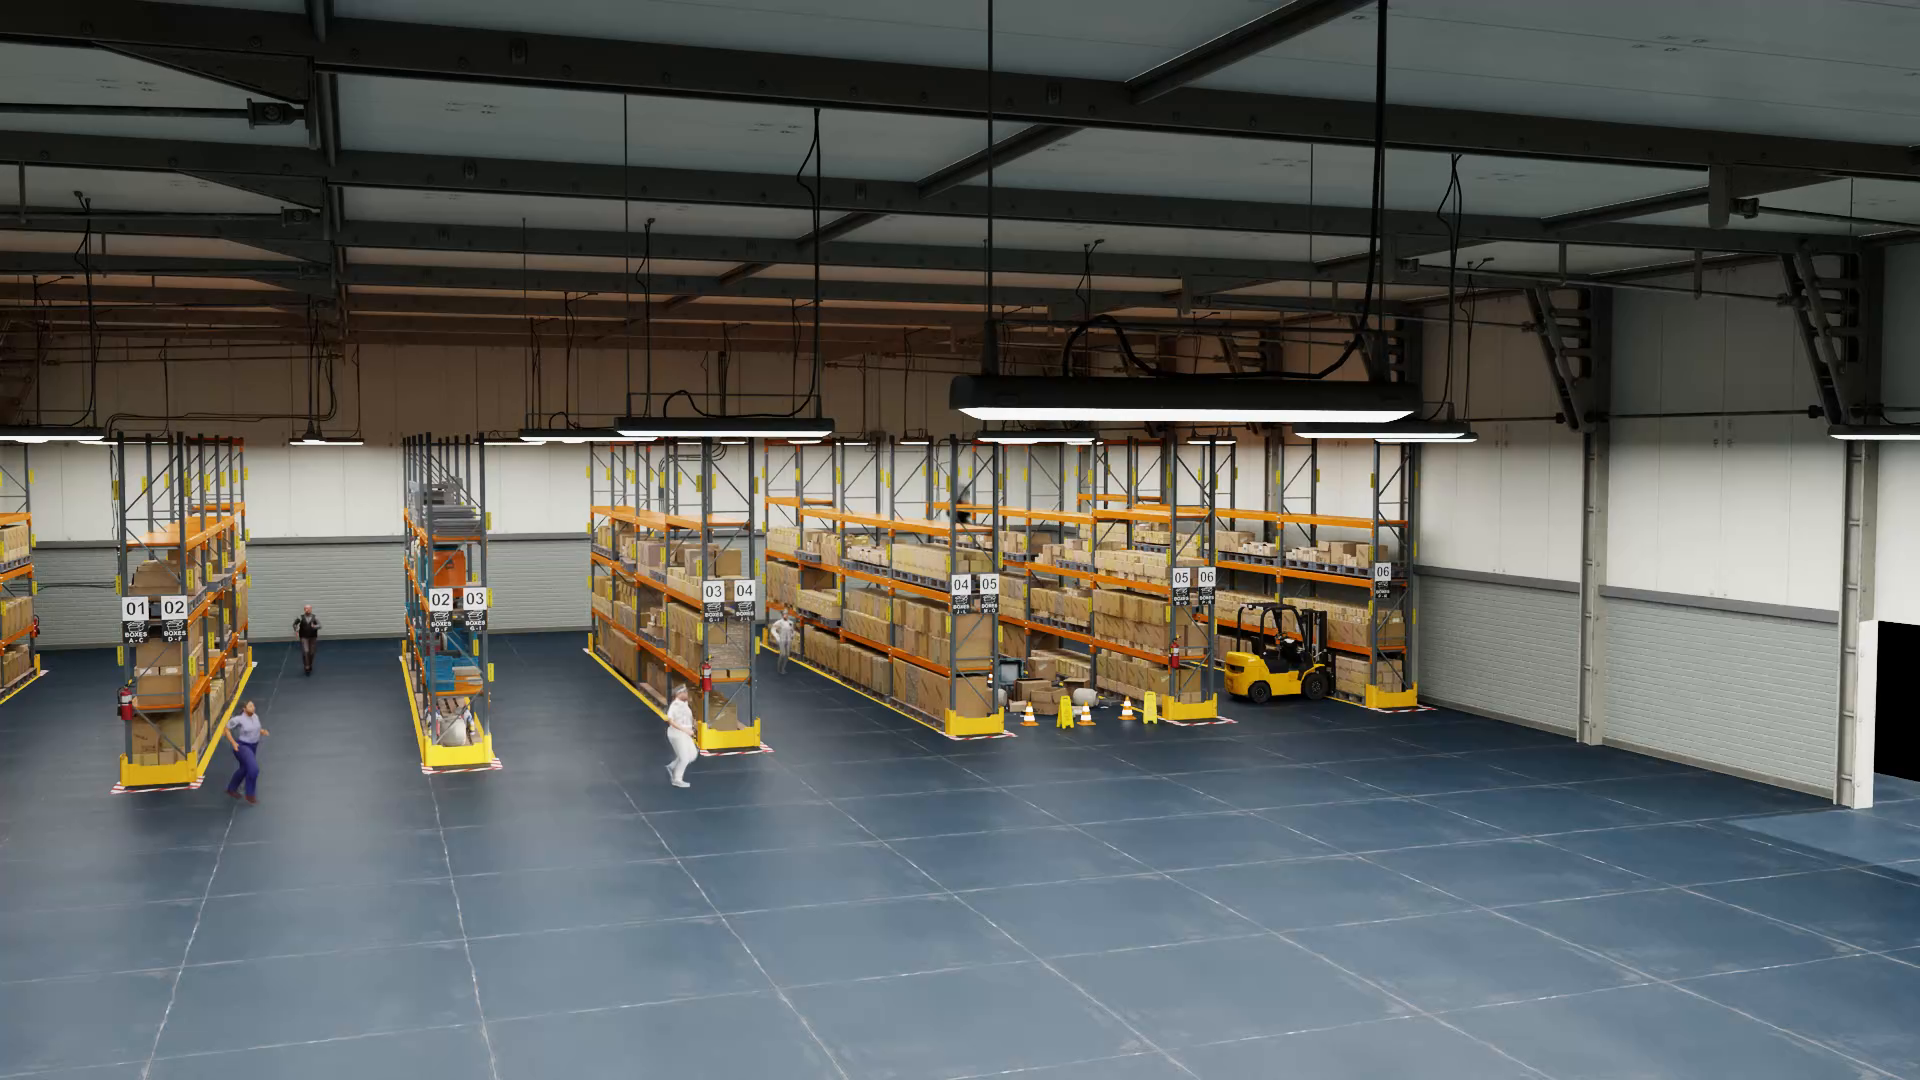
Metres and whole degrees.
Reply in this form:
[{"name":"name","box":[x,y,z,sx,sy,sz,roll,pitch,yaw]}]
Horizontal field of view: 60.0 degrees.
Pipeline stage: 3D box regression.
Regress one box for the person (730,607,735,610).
[{"name":"person","box":[-6.452,2.343,47.001,0.547,1.610,0.895,0,3,-7]}]

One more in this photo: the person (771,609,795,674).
[{"name":"person","box":[-4.426,2.558,41.973,0.589,1.653,0.518,-2,4,-28]}]

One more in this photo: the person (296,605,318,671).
[{"name":"person","box":[-16.532,2.496,42.065,0.523,1.558,0.807,-2,4,-34]}]

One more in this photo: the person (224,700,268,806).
[{"name":"person","box":[-11.537,3.427,26.842,0.764,1.690,0.597,1,3,11]}]

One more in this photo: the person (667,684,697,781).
[{"name":"person","box":[-4.703,3.252,28.103,0.535,1.664,0.673,1,3,11]}]
